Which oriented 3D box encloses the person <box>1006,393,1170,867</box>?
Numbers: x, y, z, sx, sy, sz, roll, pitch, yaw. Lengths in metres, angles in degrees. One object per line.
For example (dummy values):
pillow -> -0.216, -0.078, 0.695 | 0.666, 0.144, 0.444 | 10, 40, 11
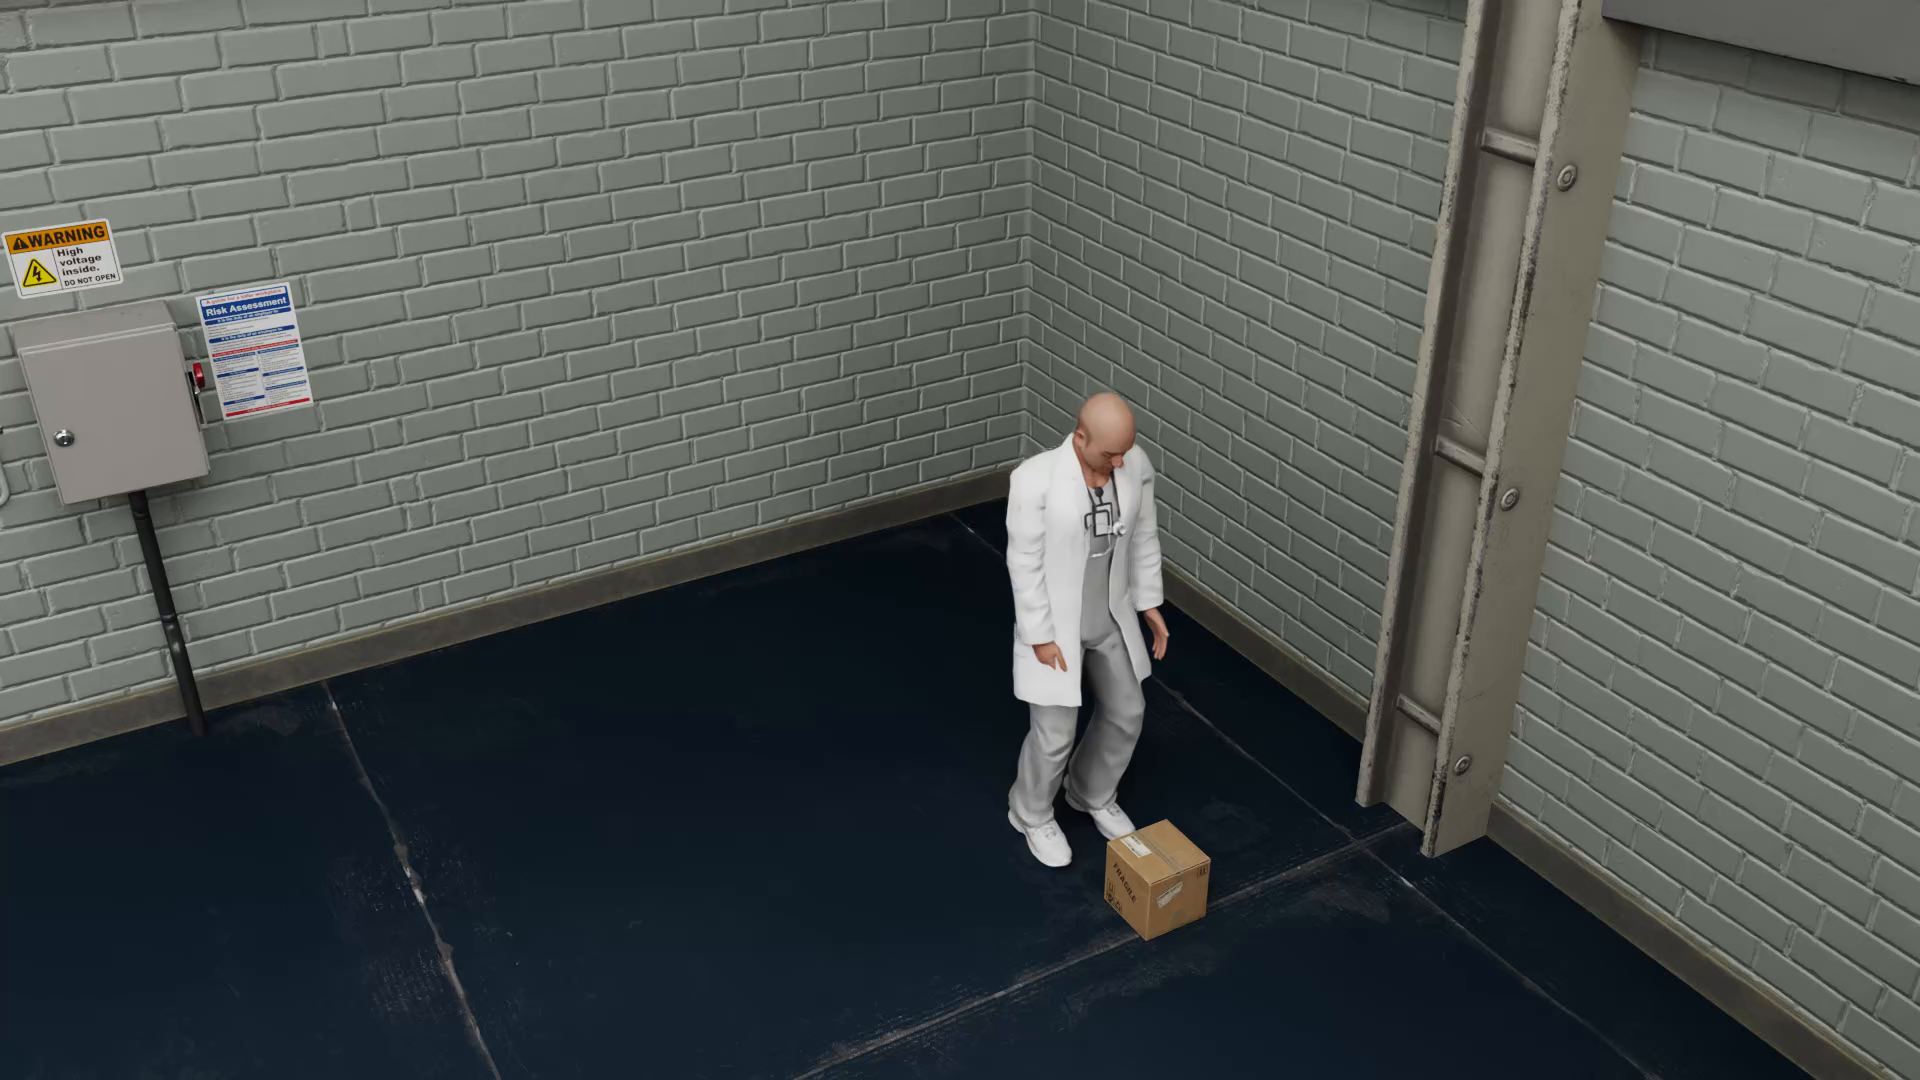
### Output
person -> 0.427, 0.286, 5.662 | 0.583, 1.745, 0.401 | -15, 32, -25
